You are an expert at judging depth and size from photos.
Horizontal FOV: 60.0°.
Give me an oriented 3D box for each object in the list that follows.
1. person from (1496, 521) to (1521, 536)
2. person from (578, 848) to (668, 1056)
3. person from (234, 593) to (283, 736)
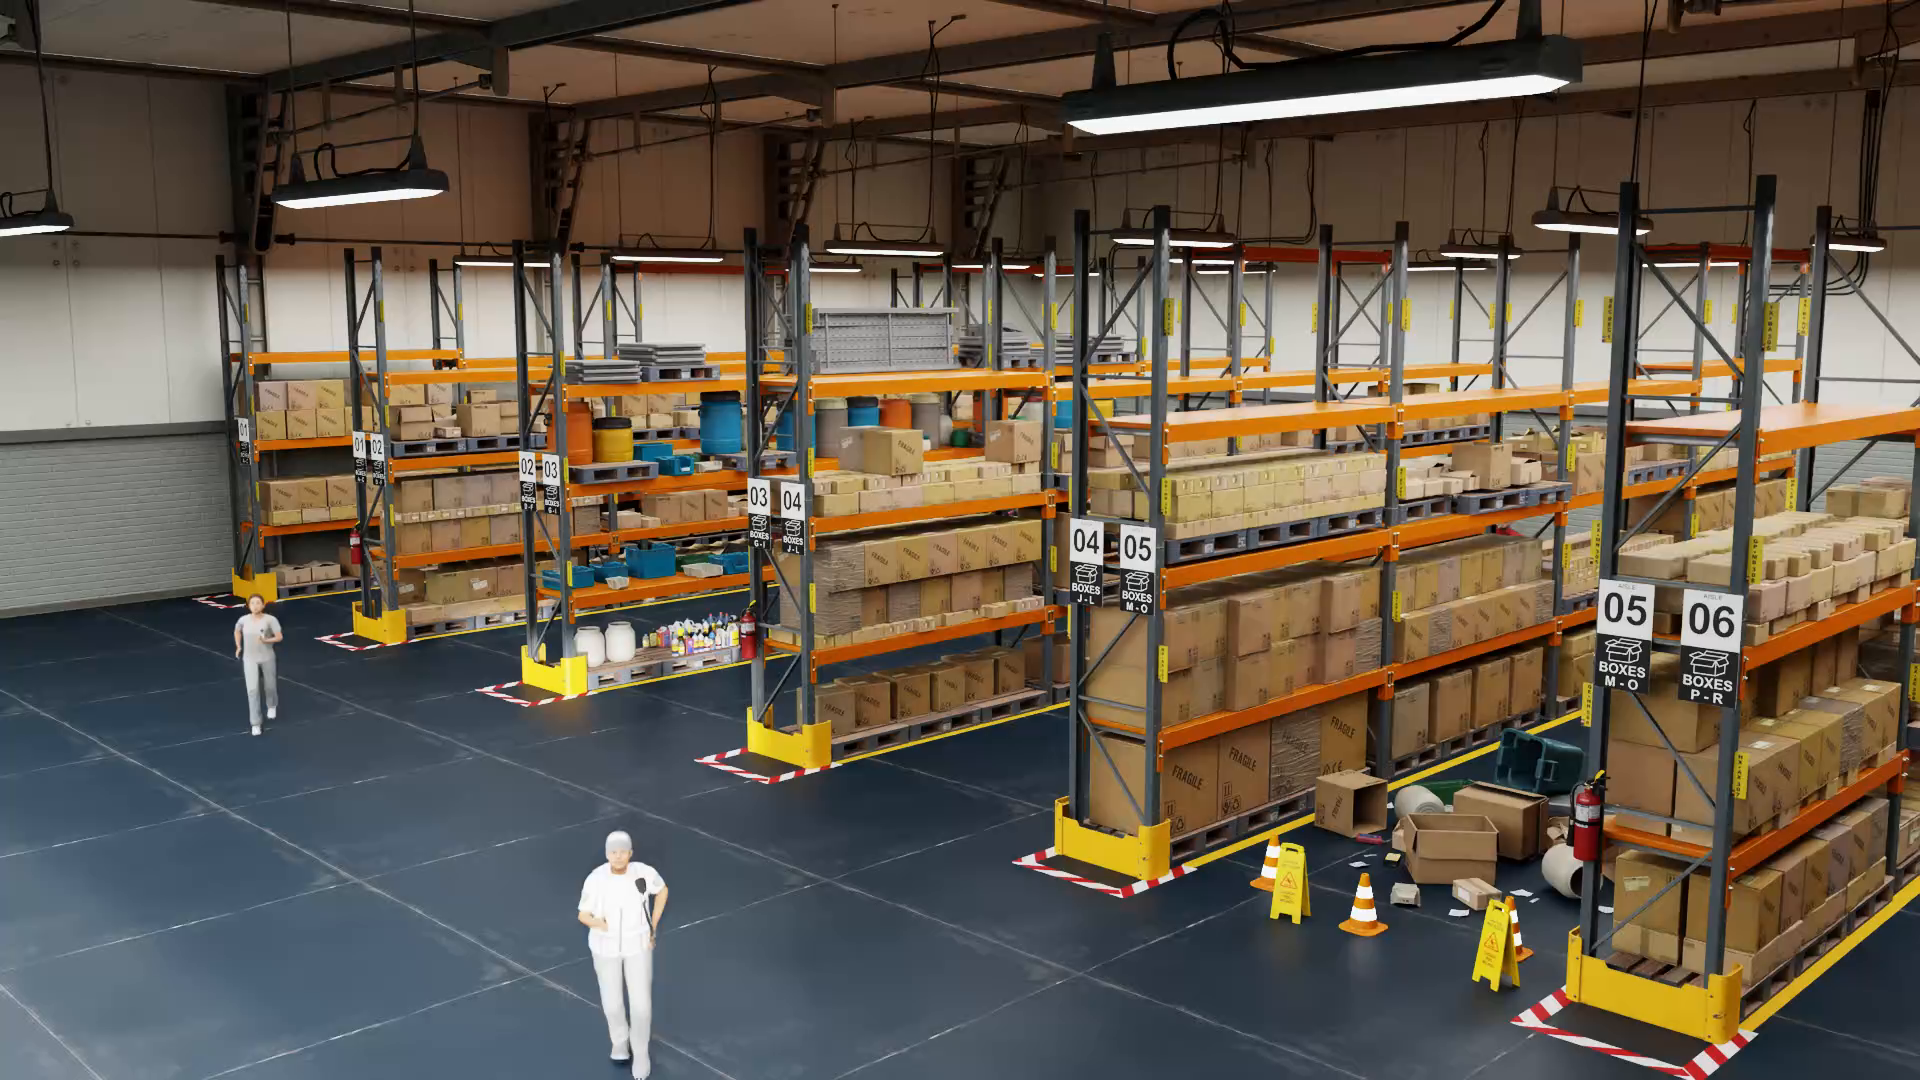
[{"bbox_3d":[8.884,0.470,27.271,0.637,1.778,0.744,6,10,37],"label":"person"},{"bbox_3d":[-2.257,2.729,11.154,0.583,1.536,0.643,-1,8,-7],"label":"person"},{"bbox_3d":[-8.500,1.469,20.164,0.565,1.651,0.893,-3,8,-17],"label":"person"}]
